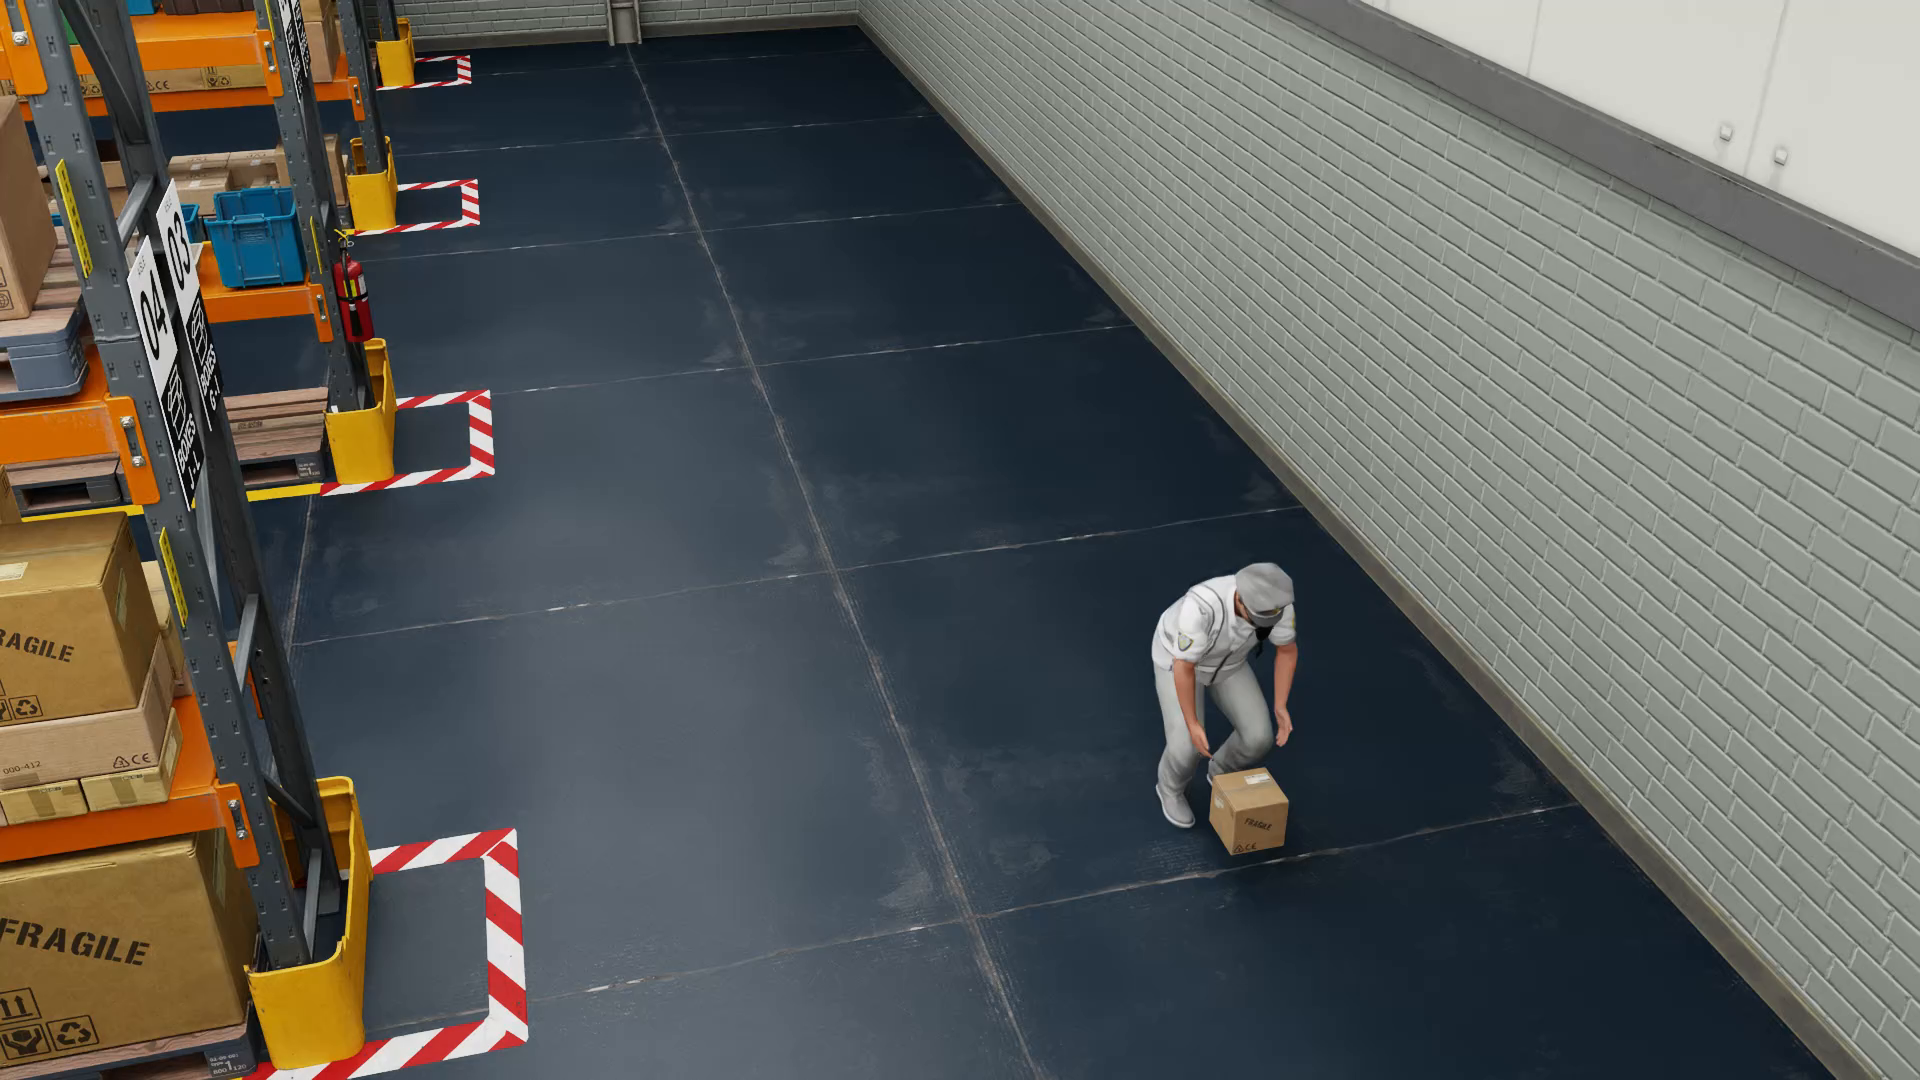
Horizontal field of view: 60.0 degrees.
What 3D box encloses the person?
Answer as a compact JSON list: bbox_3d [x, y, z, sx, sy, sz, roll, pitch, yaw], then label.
[{"bbox_3d":[1.187,0.634,7.458,0.590,1.440,0.790,-8,31,-13],"label":"person"}]
